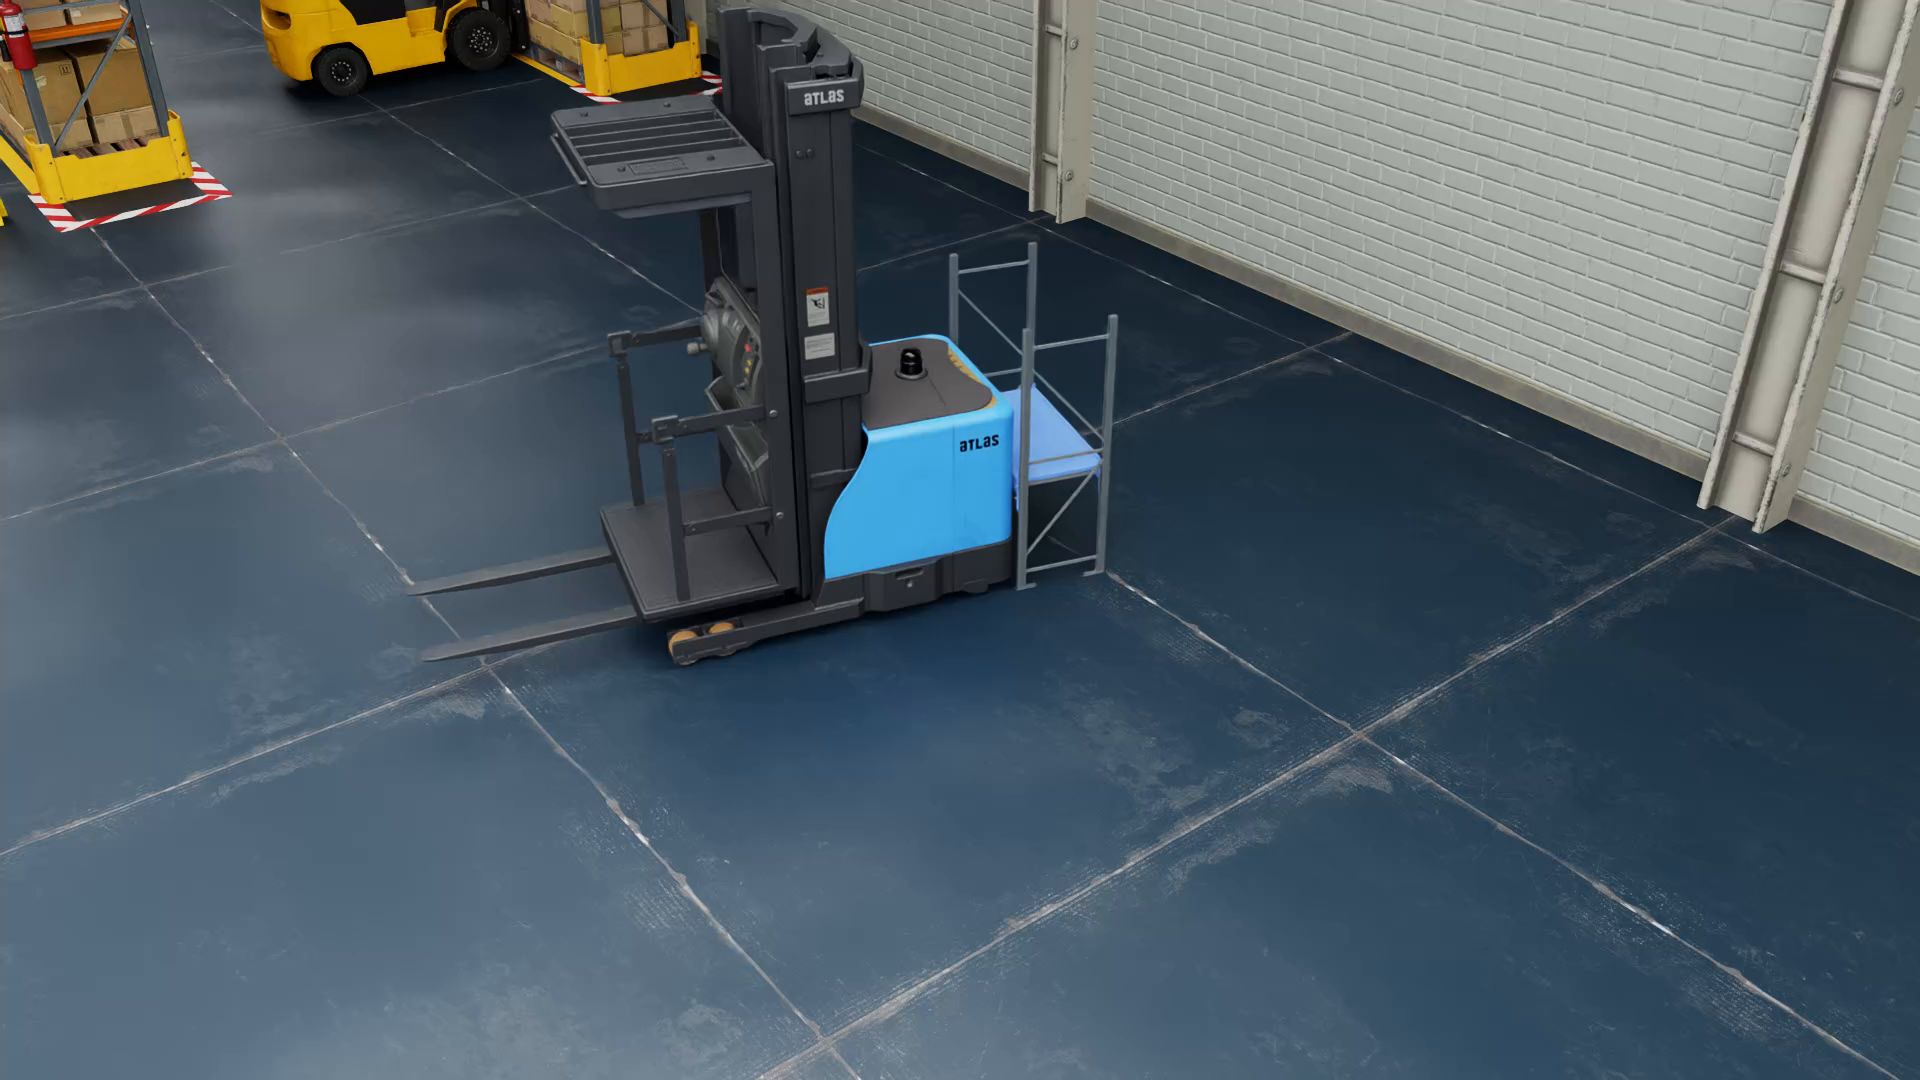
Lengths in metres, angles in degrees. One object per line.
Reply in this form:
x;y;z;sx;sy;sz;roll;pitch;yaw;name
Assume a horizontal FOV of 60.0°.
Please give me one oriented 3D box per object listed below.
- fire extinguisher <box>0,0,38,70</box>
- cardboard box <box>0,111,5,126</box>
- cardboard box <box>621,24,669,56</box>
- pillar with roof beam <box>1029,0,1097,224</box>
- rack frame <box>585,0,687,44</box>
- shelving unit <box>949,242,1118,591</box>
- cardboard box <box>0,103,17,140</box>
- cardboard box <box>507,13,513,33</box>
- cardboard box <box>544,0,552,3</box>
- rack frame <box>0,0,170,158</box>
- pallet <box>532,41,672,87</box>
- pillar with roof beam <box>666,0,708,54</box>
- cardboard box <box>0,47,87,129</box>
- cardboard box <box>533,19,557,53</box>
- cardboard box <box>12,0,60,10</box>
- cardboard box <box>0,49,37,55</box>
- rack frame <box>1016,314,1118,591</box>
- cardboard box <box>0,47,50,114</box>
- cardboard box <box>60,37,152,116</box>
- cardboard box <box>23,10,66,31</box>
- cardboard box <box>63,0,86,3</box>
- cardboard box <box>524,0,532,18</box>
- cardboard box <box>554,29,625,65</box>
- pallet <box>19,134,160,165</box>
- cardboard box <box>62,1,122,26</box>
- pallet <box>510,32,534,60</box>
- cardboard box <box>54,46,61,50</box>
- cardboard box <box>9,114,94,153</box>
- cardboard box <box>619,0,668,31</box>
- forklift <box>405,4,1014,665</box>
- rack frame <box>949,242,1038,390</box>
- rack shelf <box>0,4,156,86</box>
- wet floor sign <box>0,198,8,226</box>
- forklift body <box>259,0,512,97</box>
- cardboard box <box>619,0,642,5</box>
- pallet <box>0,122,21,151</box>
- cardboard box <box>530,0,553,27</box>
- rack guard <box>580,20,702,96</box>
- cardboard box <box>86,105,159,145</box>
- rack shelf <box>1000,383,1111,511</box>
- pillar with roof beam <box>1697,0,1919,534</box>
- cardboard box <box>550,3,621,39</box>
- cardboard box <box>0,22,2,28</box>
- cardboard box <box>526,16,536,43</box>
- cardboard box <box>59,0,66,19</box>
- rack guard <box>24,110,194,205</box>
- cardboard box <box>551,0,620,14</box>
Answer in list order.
-7.377;-4.023;12.957;0.296;0.674;0.183;-22;38;-31;fire extinguisher
-8.428;-3.947;14.970;0.500;0.250;0.500;-24;39;-33;cardboard box
-3.311;-5.138;16.888;0.500;0.250;0.500;-22;38;-31;cardboard box
-2.601;-5.097;8.927;9.100;9.000;0.400;-22;38;-31;pillar with roof beam
-3.164;-5.860;15.842;1.000;3.000;0.127;-22;38;-31;rack frame
0.360;-0.674;8.913;0.538;1.500;1.048;-11;34;-18;shelving unit
-8.103;-3.731;14.622;0.500;0.250;0.500;-22;38;-31;cardboard box
-4.635;-5.595;17.623;0.500;0.250;0.500;-21;38;-30;cardboard box
-4.011;-5.597;16.679;0.500;0.250;0.500;-22;38;-31;cardboard box
-7.083;-4.252;13.253;1.000;3.000;0.127;-22;38;-31;rack frame
-3.666;-4.980;17.069;1.003;0.211;1.213;-22;38;-31;pallet
-6.280;-7.597;12.953;9.100;9.000;0.400;-22;38;-31;pillar with roof beam
-7.780;-3.831;14.072;0.500;0.500;0.500;-22;38;-31;cardboard box
-3.999;-5.174;16.946;0.500;0.250;0.500;-22;38;-31;cardboard box
-7.633;-4.558;13.369;0.500;0.500;0.500;-23;39;-32;cardboard box
-8.058;-4.237;14.112;0.380;0.149;0.250;-21;38;-30;cardboard box
0.539;-0.423;8.509;0.500;1.500;0.032;-11;34;-18;rack frame
-8.103;-4.047;14.420;0.500;0.500;0.500;-21;37;-30;cardboard box
-7.374;-4.017;14.371;0.500;0.500;0.500;-24;39;-33;cardboard box
-7.481;-4.232;13.459;0.380;0.149;0.250;-21;37;-30;cardboard box
-7.154;-4.708;13.611;0.500;0.500;0.500;-23;39;-32;cardboard box
-4.342;-5.605;17.166;0.500;0.250;0.500;-23;39;-32;cardboard box
-3.702;-4.964;16.607;0.500;0.250;0.500;-22;38;-31;cardboard box
-7.600;-3.449;14.604;1.003;0.211;1.213;-22;38;-31;pallet
-7.128;-4.354;13.656;0.380;0.149;0.250;-22;38;-31;cardboard box
-4.410;-5.488;17.887;1.003;0.211;1.213;-22;38;-31;pallet
-7.698;-4.233;14.720;0.500;0.500;0.500;-24;39;-33;cardboard box
-7.806;-3.522;14.286;0.500;0.250;0.500;-22;38;-32;cardboard box
-3.289;-5.346;16.748;0.500;0.250;0.500;-21;38;-31;cardboard box
-1.285;-0.944;7.991;3.031;2.935;1.130;-12;34;-19;forklift
0.180;-0.925;9.317;0.500;1.500;0.032;-11;34;-18;rack frame
-8.309;-4.780;14.785;1.077;0.370;4.000;-22;38;-31;rack shelf
-7.812;-2.827;13.190;0.267;0.644;0.232;-10;33;-15;wet floor sign
-5.768;-5.699;16.388;2.313;2.155;1.214;-22;38;-31;forklift body
-3.310;-5.556;16.614;0.500;0.250;0.500;-23;39;-32;cardboard box
-8.344;-3.957;15.422;1.003;0.211;1.213;-22;38;-31;pallet
-4.009;-5.397;16.830;0.500;0.250;0.500;-23;38;-32;cardboard box
-3.150;-4.788;16.485;1.175;0.500;0.348;-22;38;-31;rack guard
-7.359;-3.688;14.553;0.500;0.250;0.500;-23;38;-32;cardboard box
0.359;-0.521;9.008;0.538;0.185;1.000;-11;34;-18;rack shelf
1.079;-2.596;4.901;9.100;9.000;0.400;-22;38;-31;pillar with roof beam
-3.710;-5.184;16.488;0.500;0.250;0.500;-23;38;-32;cardboard box
-7.724;-4.302;13.571;0.380;0.149;0.250;-23;38;-32;cardboard box
-4.299;-5.385;17.286;0.500;0.250;0.500;-22;38;-31;cardboard box
-7.294;-4.455;13.817;0.380;0.149;0.250;-22;38;-31;cardboard box
-7.130;-3.222;13.964;1.175;0.500;0.348;-22;38;-31;rack guard
-3.693;-5.386;16.339;0.500;0.250;0.500;-21;37;-30;cardboard box
